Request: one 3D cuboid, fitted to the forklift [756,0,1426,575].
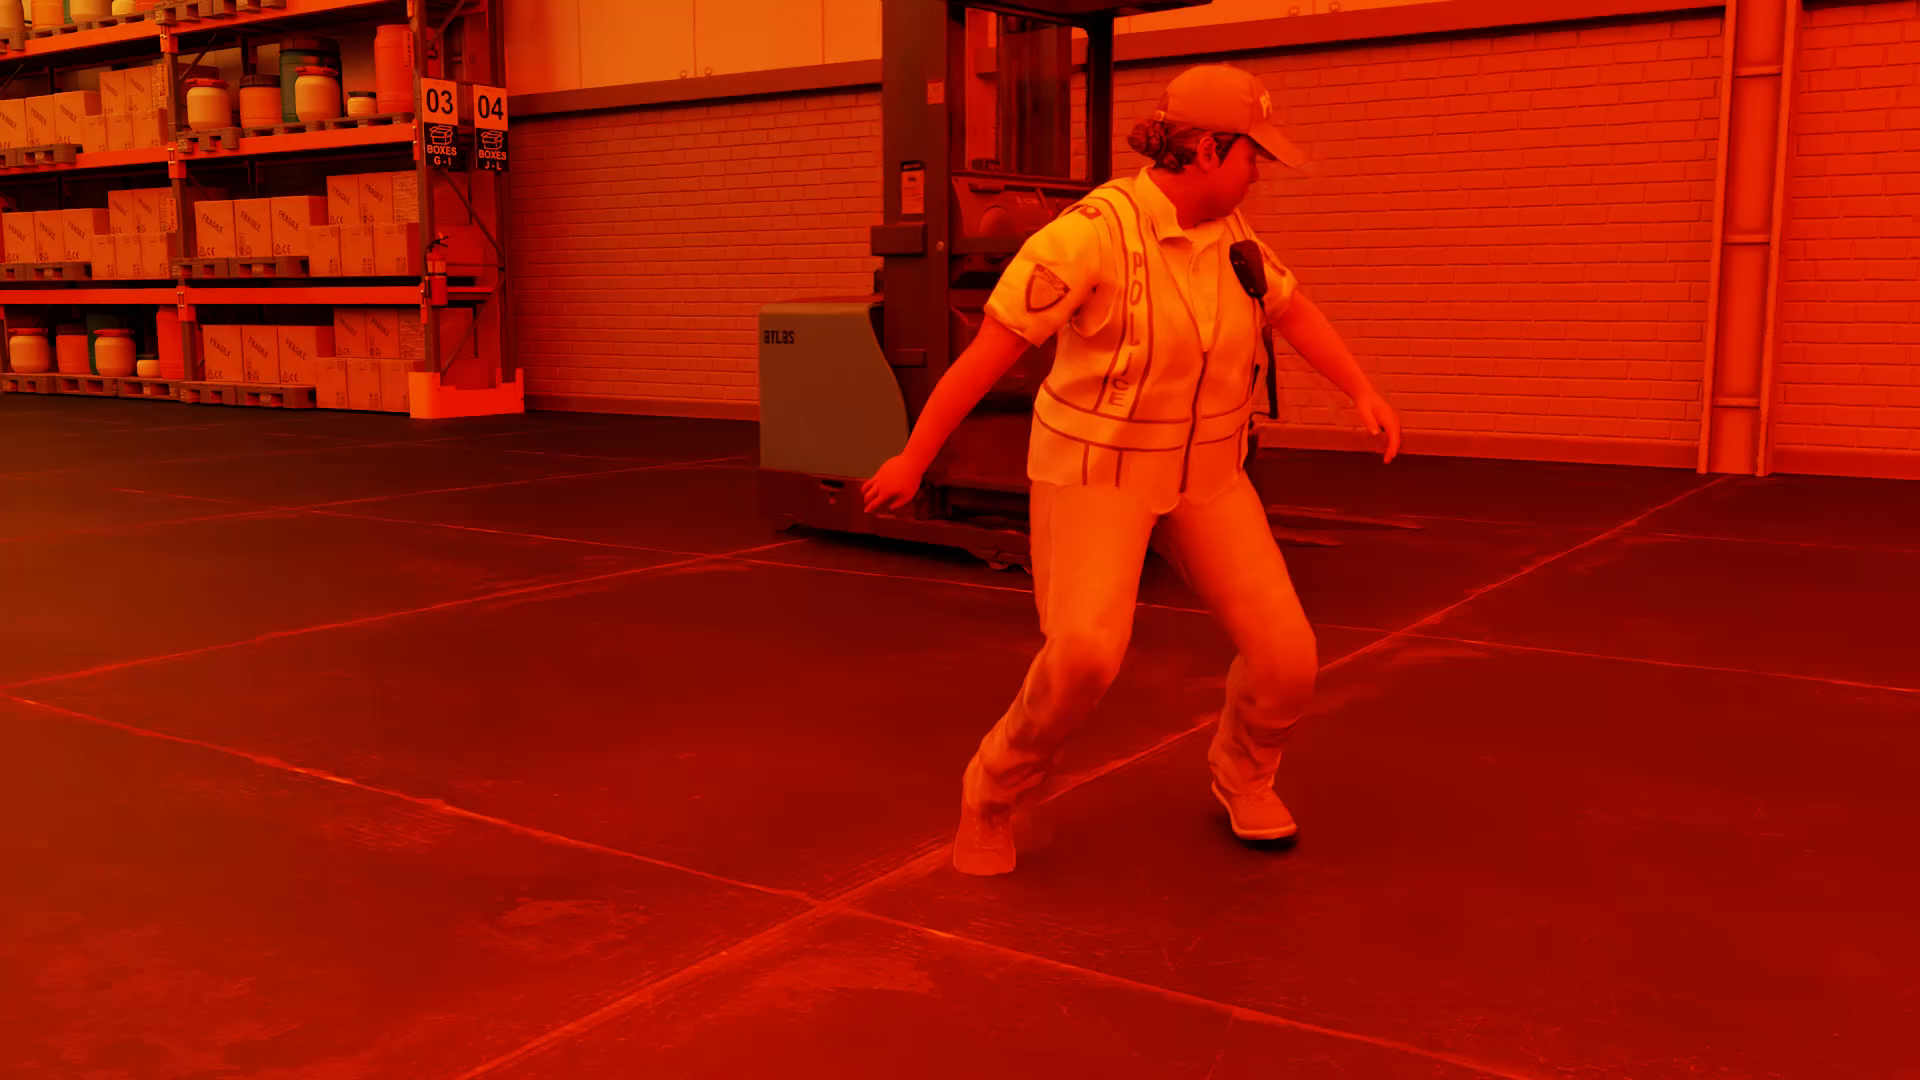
[{"bbox_3d":[0.459,-1.393,6.987,3.031,2.935,1.130,8,11,43],"label":"forklift"}]

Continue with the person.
[{"bbox_3d":[0.314,-0.075,3.138,0.936,1.568,0.520,-4,9,-24],"label":"person"}]
